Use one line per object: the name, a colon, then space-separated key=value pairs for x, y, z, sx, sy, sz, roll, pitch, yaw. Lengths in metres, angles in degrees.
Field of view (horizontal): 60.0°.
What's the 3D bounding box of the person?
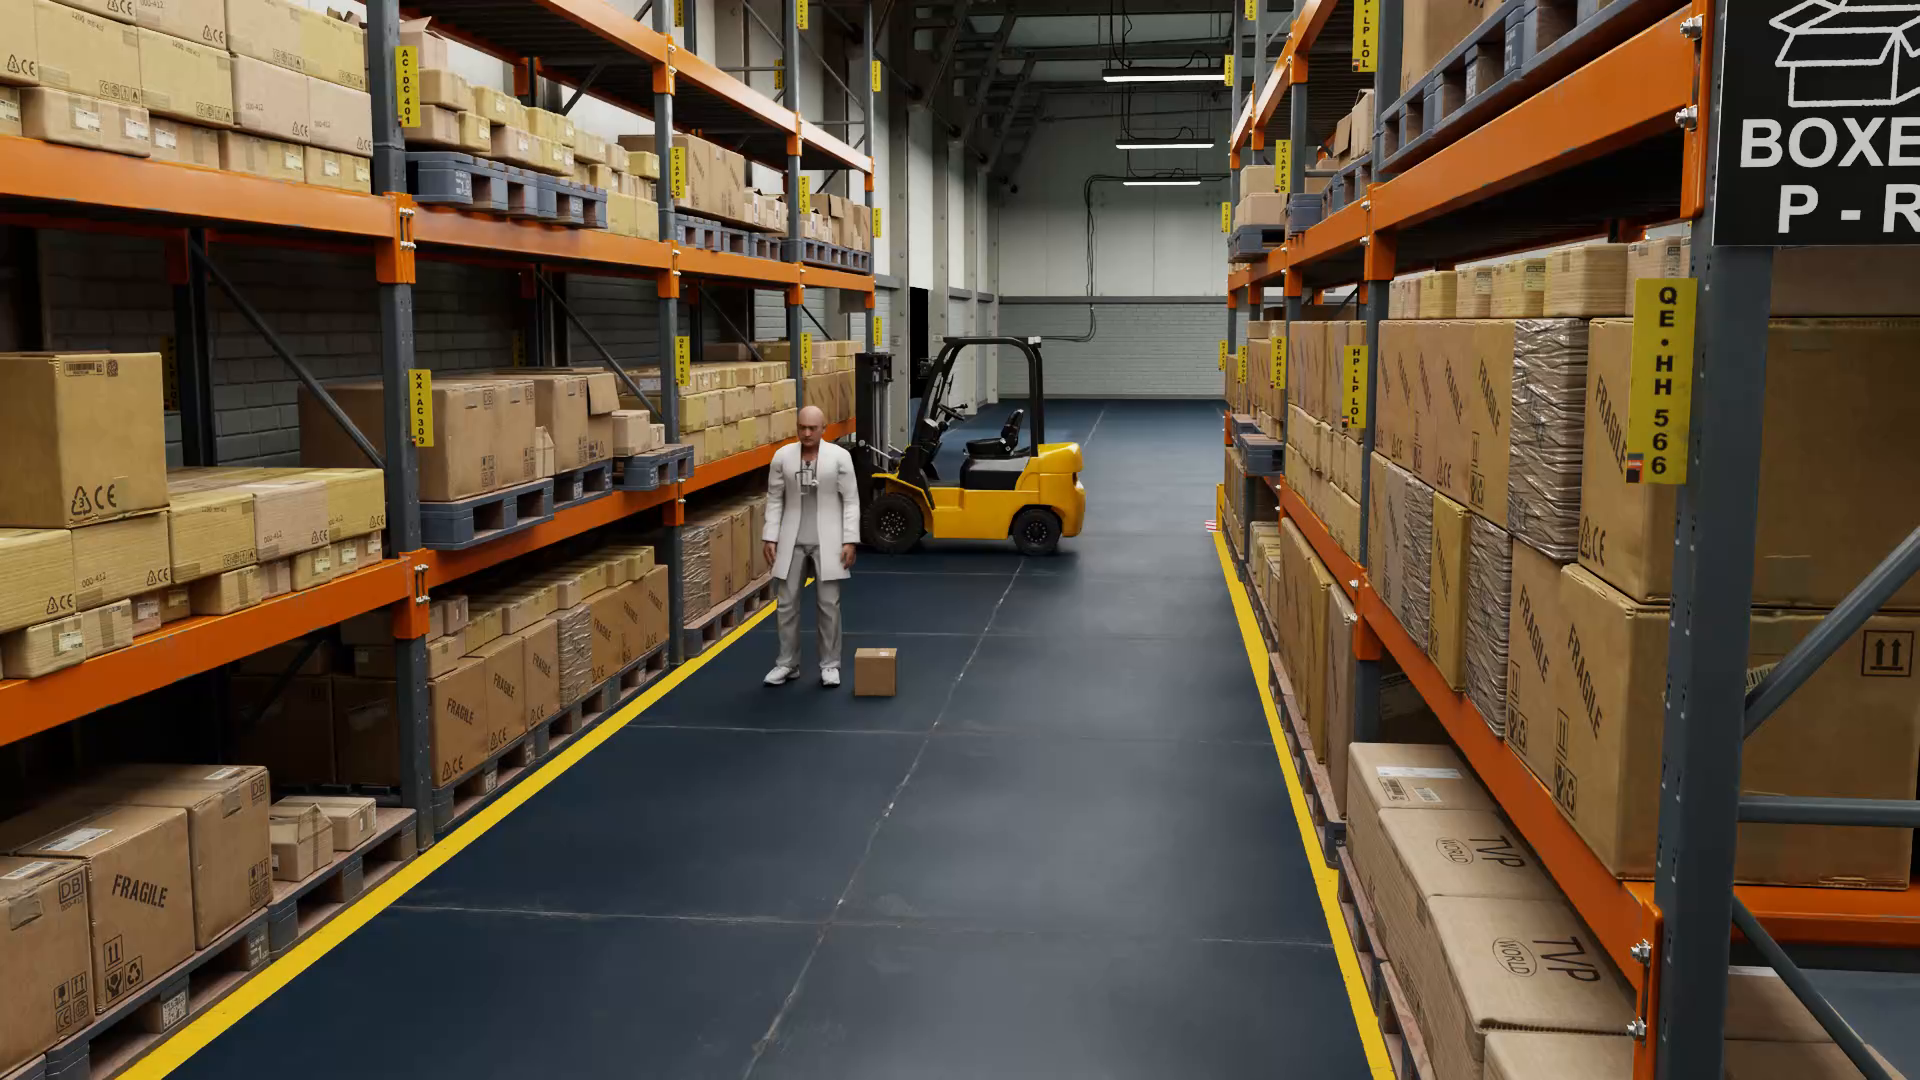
person: x=-0.951 y=0.031 z=10.608 sx=0.642 sy=1.775 sz=0.422 roll=1 pitch=7 yaw=8
